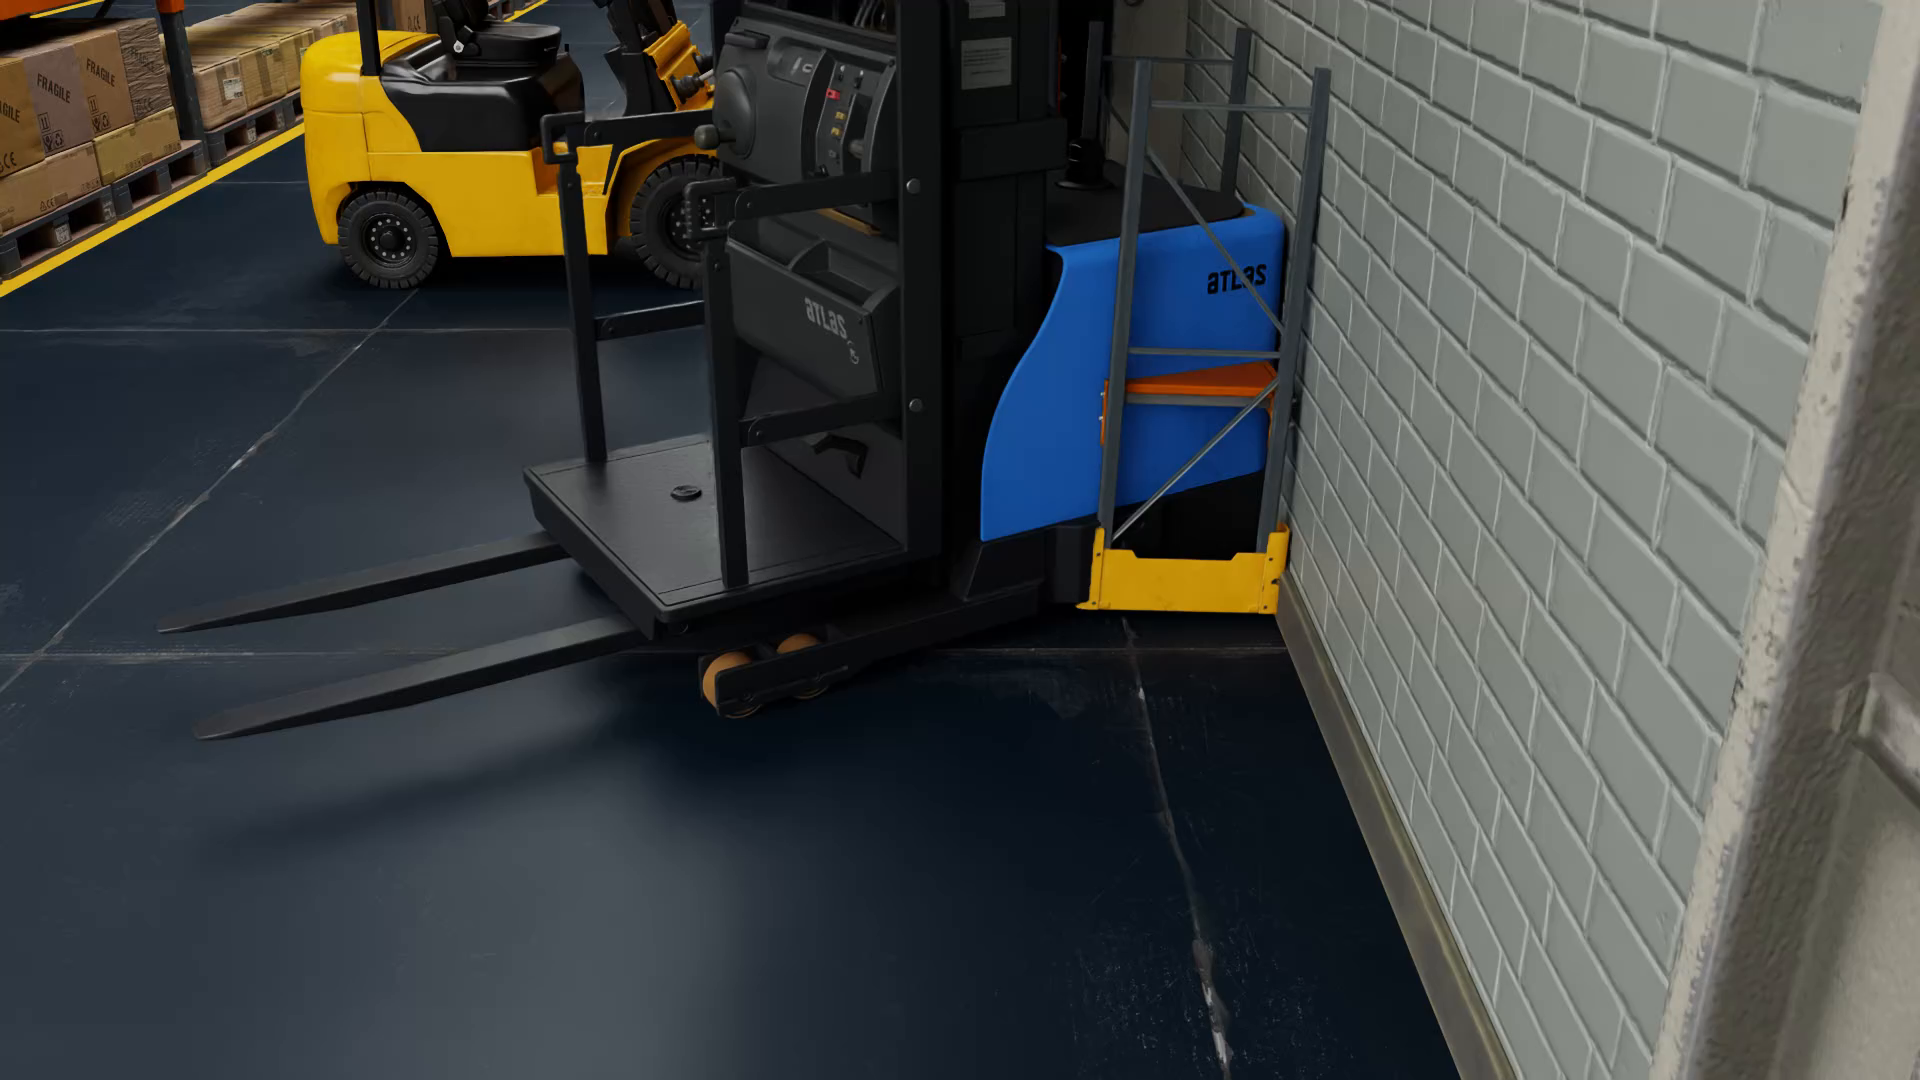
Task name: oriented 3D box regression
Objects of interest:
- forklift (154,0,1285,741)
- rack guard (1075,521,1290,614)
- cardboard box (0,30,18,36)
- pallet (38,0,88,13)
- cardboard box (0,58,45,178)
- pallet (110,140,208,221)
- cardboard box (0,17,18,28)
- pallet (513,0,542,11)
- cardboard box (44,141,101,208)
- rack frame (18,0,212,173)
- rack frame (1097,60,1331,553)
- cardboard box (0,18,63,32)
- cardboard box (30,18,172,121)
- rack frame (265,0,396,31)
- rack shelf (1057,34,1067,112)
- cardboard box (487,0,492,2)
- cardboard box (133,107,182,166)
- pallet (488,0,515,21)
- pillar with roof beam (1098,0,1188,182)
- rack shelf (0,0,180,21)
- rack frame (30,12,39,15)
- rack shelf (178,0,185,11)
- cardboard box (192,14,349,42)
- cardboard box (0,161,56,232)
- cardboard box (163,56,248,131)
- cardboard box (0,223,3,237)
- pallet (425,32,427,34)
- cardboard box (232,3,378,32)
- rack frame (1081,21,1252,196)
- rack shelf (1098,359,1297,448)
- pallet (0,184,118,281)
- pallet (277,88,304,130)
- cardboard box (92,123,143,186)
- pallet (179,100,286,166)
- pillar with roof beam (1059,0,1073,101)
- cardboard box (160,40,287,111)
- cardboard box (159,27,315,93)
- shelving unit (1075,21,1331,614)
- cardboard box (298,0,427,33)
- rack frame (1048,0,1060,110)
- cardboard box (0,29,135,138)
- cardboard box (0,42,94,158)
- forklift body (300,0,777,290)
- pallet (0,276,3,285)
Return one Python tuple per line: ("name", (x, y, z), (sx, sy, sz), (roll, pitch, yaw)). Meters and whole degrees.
("forklift", (-0.590, -1.129, 4.189), (3.031, 2.935, 1.130), (-14, 28, -28))
("rack guard", (0.624, 0.072, 4.705), (0.587, 0.250, 0.087), (2, 22, -3))
("cardboard box", (-5.392, -2.452, 8.949), (0.500, 0.500, 0.500), (1, 24, 2))
("pallet", (-10.225, -5.876, 17.985), (1.003, 0.211, 1.213), (0, 24, -1))
("cardboard box", (-4.843, -2.034, 8.025), (0.500, 0.500, 0.500), (0, 24, 0))
("pallet", (-5.104, -2.090, 9.614), (1.003, 0.211, 1.213), (0, 24, -1))
("cardboard box", (-5.469, -2.916, 9.188), (0.380, 0.149, 0.250), (0, 24, 0))
("pallet", (-5.164, -5.977, 18.208), (1.003, 0.211, 1.213), (0, 24, -1))
("cardboard box", (-4.854, -1.904, 8.647), (0.500, 0.250, 0.500), (0, 24, 0))
("rack frame", (-5.146, -3.637, 9.651), (1.000, 3.000, 0.127), (0, 24, -1))
("rack frame", (0.653, -0.498, 4.449), (0.500, 1.500, 0.032), (2, 22, -3))
("cardboard box", (-5.410, -2.673, 9.437), (0.500, 0.500, 0.500), (1, 24, 2))
("cardboard box", (-4.872, -2.674, 9.440), (0.500, 0.500, 0.500), (-1, 24, -1))
("rack frame", (-5.190, -5.285, 13.296), (1.000, 3.000, 0.127), (0, 24, -1))
("rack shelf", (-0.161, -2.509, 8.030), (1.077, 0.370, 4.000), (0, 24, -1))
("cardboard box", (-5.147, -5.901, 16.727), (0.875, 0.875, 0.875), (0, 24, 1))
("cardboard box", (-4.871, -2.333, 9.595), (0.500, 0.250, 0.500), (1, 24, 2))
("pallet", (-5.150, -5.345, 16.812), (1.003, 0.211, 1.213), (0, 24, -1))
("pillar with roof beam", (-3.550, -5.017, 5.424), (9.100, 9.000, 0.400), (0, 24, -1))
("rack shelf", (-5.125, -2.485, 7.977), (1.077, 0.370, 4.000), (0, 24, -1))
("rack frame", (-10.182, -6.869, 16.799), (1.000, 3.000, 0.127), (0, 24, -1))
("rack shelf", (-5.168, -4.133, 11.622), (1.077, 0.370, 4.000), (0, 24, -1))
("cardboard box", (-5.178, -3.742, 12.563), (0.950, 0.372, 0.625), (-1, 24, -2))
("cardboard box", (-4.852, -1.696, 8.187), (0.500, 0.250, 0.500), (1, 24, 3))
("cardboard box", (-5.155, -2.847, 10.584), (0.950, 0.372, 0.625), (0, 24, 0))
("cardboard box", (-4.833, -1.471, 7.690), (0.500, 0.250, 0.500), (1, 24, 1))
("pallet", (-5.123, -4.340, 14.589), (1.003, 0.211, 1.213), (0, 24, -1))
("cardboard box", (-5.194, -4.046, 13.236), (0.950, 0.372, 0.625), (-2, 24, -4))
("rack frame", (0.613, -0.888, 5.387), (0.500, 1.500, 0.032), (2, 22, -3))
("rack shelf", (0.625, -0.527, 4.986), (0.538, 0.185, 1.000), (2, 22, -3))
("pallet", (-5.087, -1.586, 8.500), (1.003, 0.211, 1.213), (0, 24, -1))
("pallet", (-5.173, -3.191, 12.050), (1.003, 0.211, 1.213), (0, 24, -1))
("cardboard box", (-4.855, -2.114, 9.110), (0.500, 0.250, 0.500), (-1, 24, -2))
("pallet", (-5.156, -2.687, 10.935), (1.003, 0.211, 1.213), (0, 24, -1))
("pillar with roof beam", (-3.616, -7.490, 10.890), (9.100, 9.000, 0.400), (0, 24, -1))
("cardboard box", (-5.166, -3.143, 11.239), (0.950, 0.372, 0.625), (1, 24, 3))
("cardboard box", (-5.175, -3.430, 11.873), (0.950, 0.372, 0.625), (1, 24, 1))
("shelving unit", (0.633, -0.696, 4.926), (0.587, 1.500, 1.083), (2, 22, -3))
("cardboard box", (-5.114, -4.793, 14.277), (0.875, 0.875, 0.875), (0, 24, -1))
("rack frame", (-0.139, -2.012, 6.060), (1.000, 3.000, 0.127), (0, 24, -1))
("cardboard box", (-4.864, -2.465, 8.977), (0.500, 0.500, 0.500), (0, 24, 0))
("cardboard box", (-4.858, -2.255, 8.512), (0.500, 0.500, 0.500), (1, 24, 2))
("forklift body", (-1.984, -2.399, 7.944), (2.313, 2.155, 1.214), (0, 24, -1))
("pallet", (-5.077, -1.084, 7.391), (1.003, 0.211, 1.213), (0, 24, -1))
